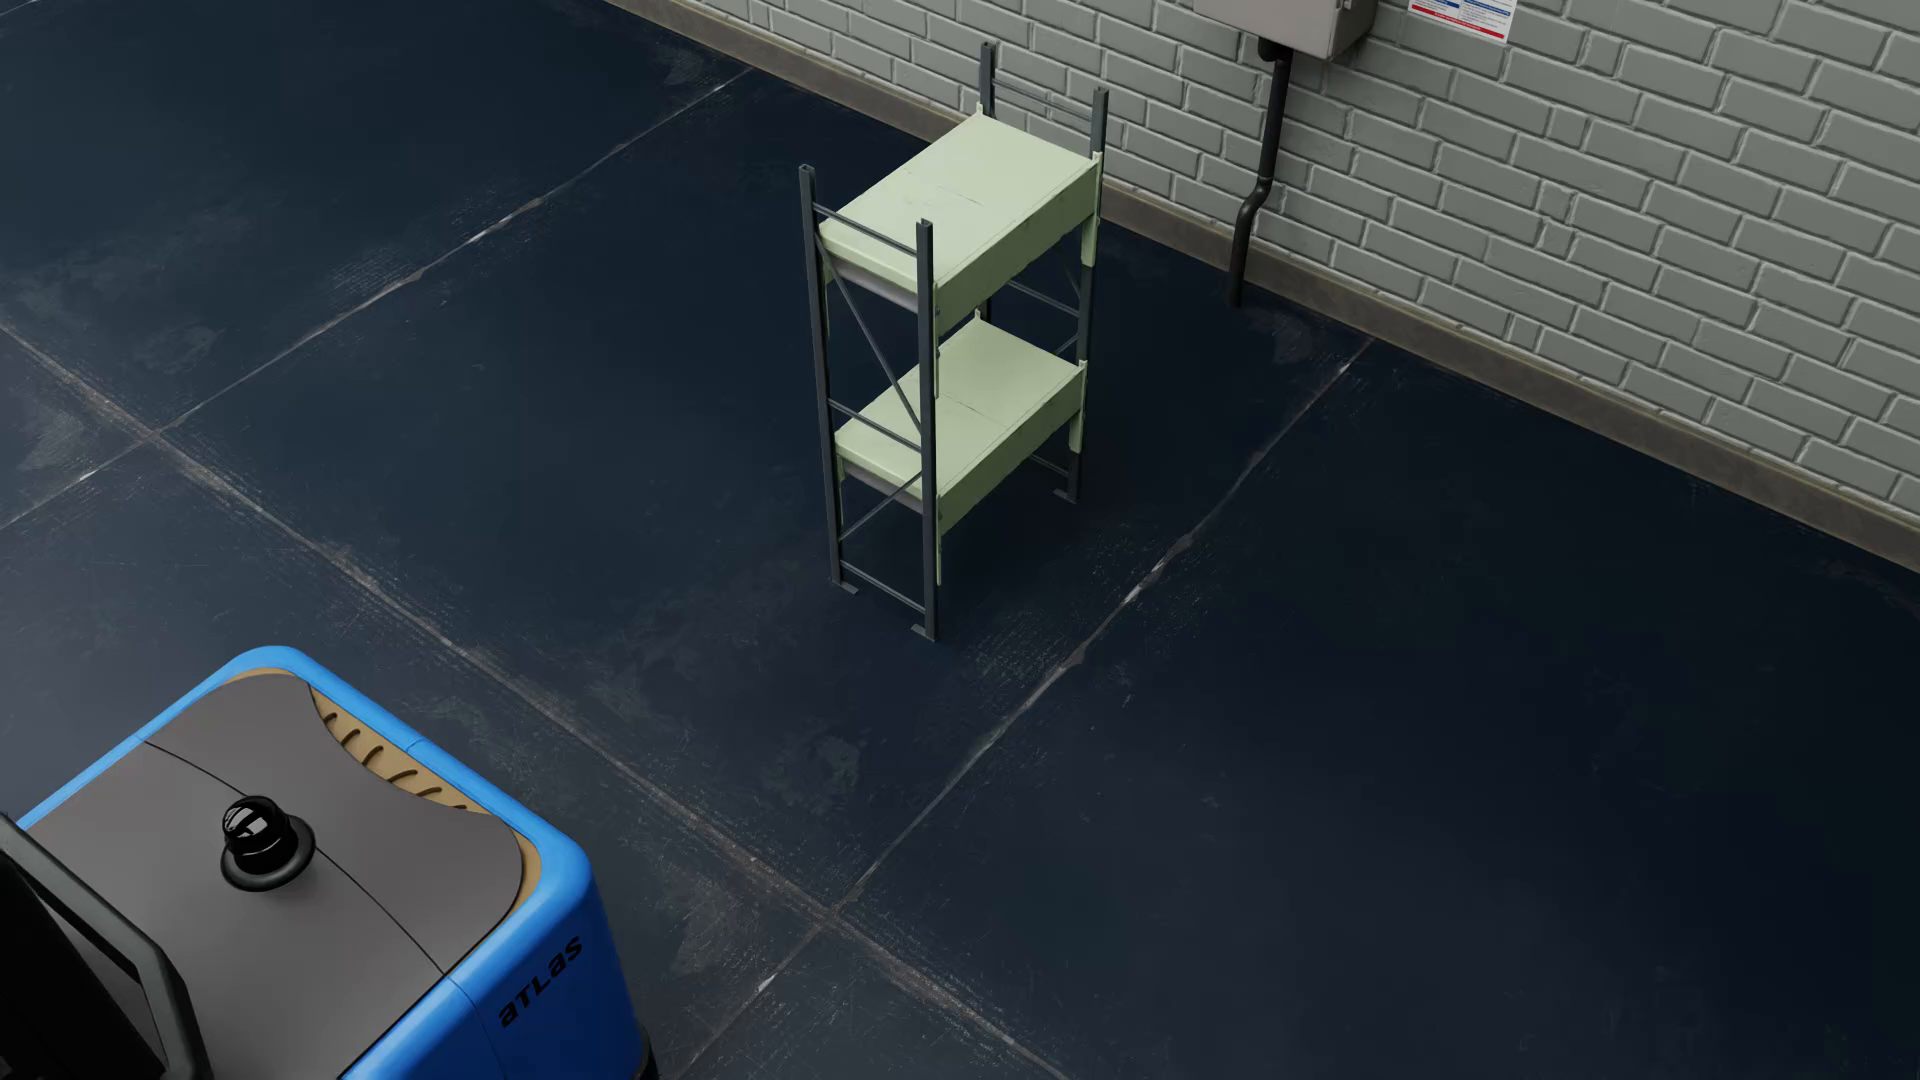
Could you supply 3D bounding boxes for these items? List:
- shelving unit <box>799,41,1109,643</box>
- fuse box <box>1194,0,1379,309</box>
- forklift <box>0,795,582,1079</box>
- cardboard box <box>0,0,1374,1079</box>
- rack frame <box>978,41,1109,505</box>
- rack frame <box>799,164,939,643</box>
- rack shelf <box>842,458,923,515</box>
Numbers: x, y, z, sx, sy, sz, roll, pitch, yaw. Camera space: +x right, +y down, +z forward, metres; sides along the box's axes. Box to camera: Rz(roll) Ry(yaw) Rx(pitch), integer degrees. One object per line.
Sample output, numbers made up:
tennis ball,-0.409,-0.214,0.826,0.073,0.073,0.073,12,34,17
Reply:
shelving unit,-0.004,-0.514,4.704,0.400,1.500,0.755,29,53,25
fuse box,0.998,-1.426,5.429,0.539,1.711,0.414,29,53,25
forklift,-2.001,1.053,2.278,1.107,2.843,2.937,28,52,24
cardboard box,-4.927,1.261,2.974,6.103,1.550,13.522,28,53,24
rack frame,0.220,-0.724,4.904,0.400,1.500,0.023,29,53,25
rack frame,-0.228,-0.305,4.504,0.400,1.500,0.023,29,53,25
rack shelf,-0.004,-0.338,4.888,0.332,0.071,0.664,29,53,25
